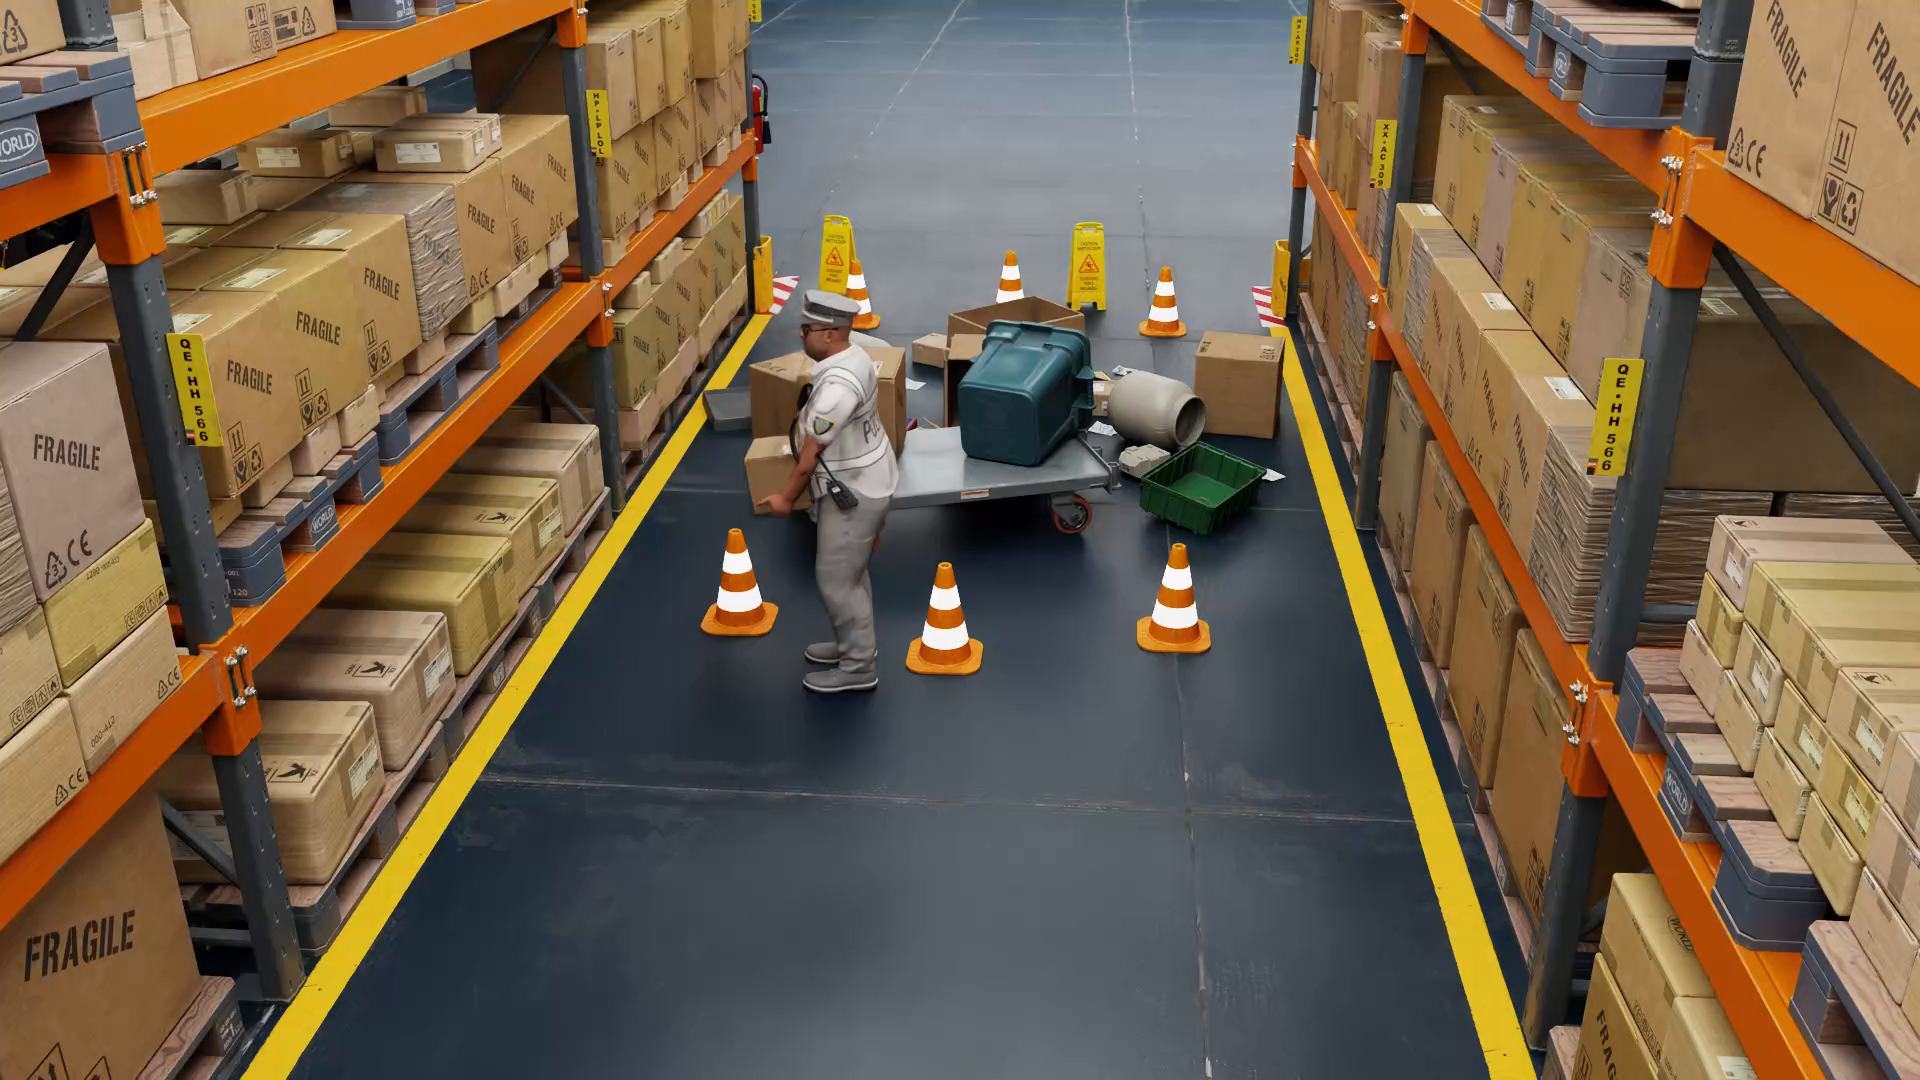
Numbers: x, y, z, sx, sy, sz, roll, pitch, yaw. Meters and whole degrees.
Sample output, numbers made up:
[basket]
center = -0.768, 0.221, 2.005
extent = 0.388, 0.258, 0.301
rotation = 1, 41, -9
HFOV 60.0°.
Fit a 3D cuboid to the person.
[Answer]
[person]
center = -0.554, -0.206, 7.048
extent = 0.582, 1.761, 0.488
rotation = 1, 24, 3
